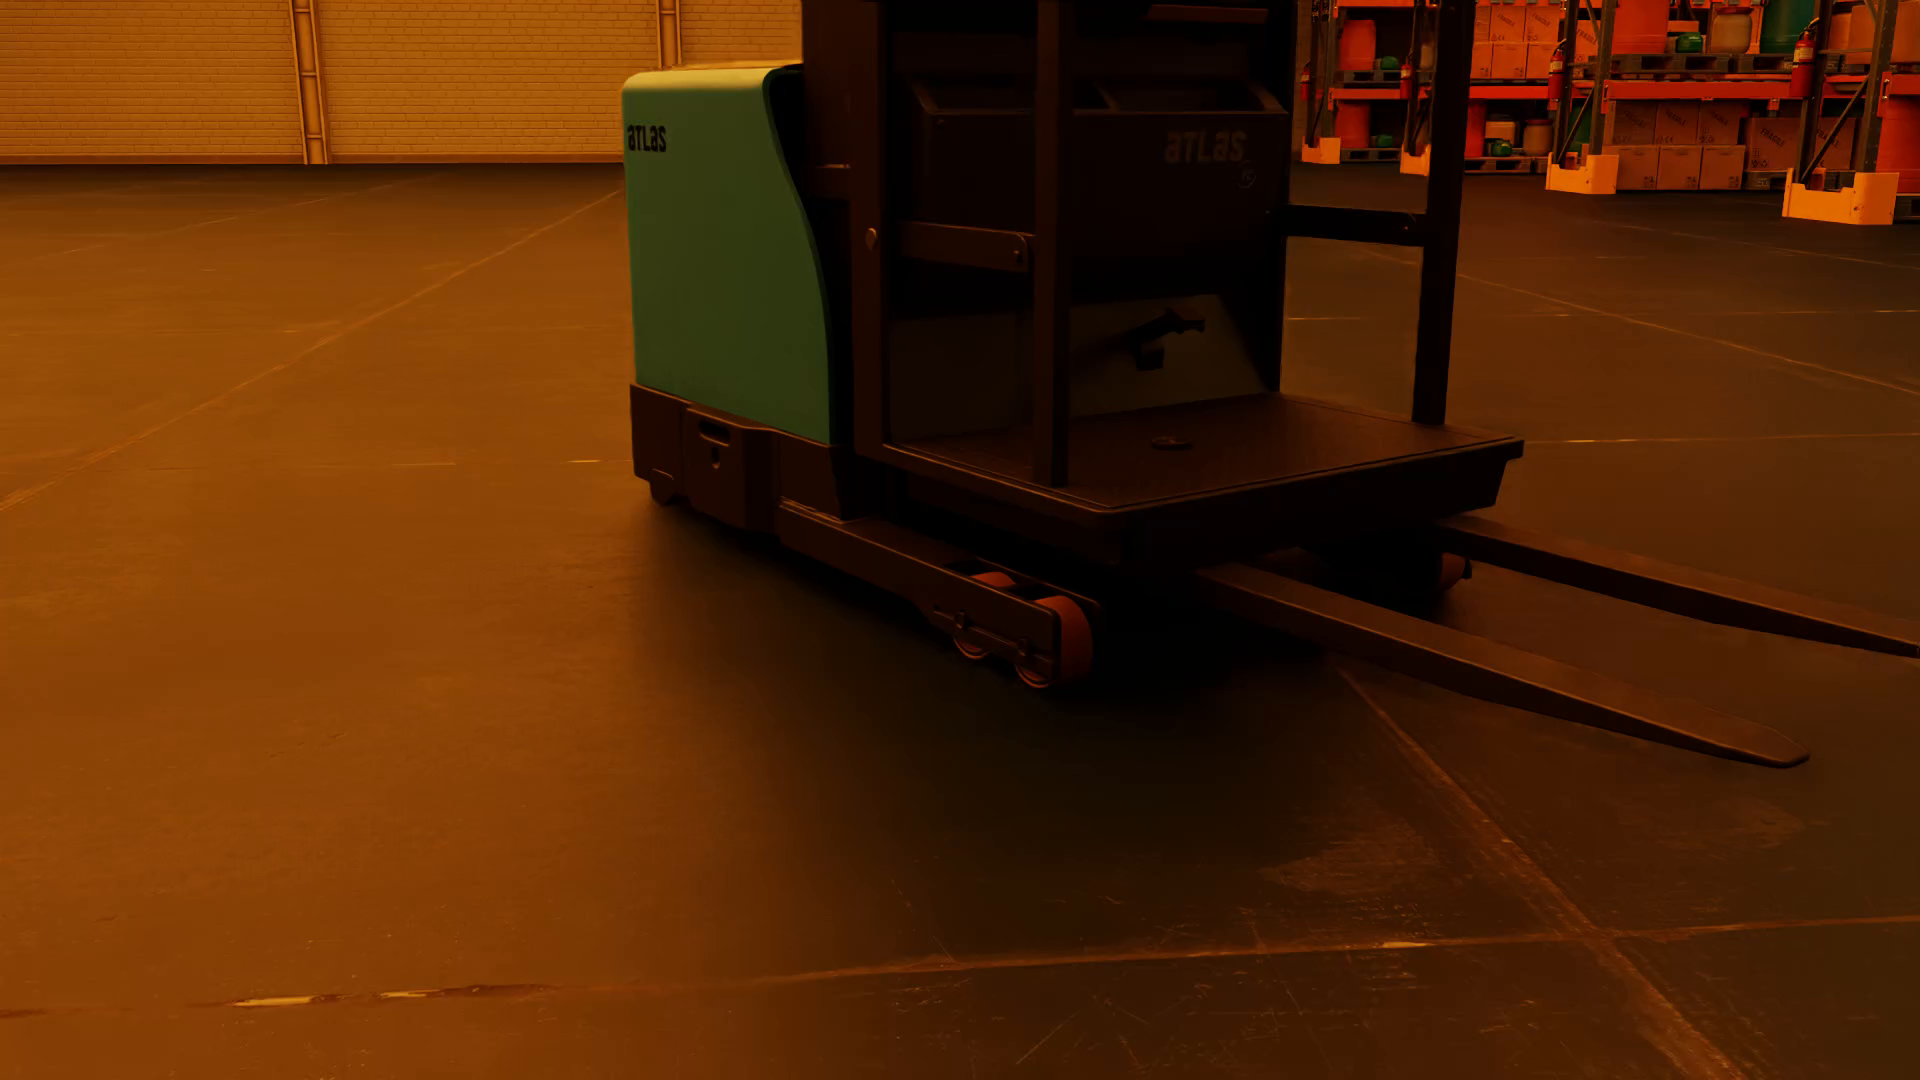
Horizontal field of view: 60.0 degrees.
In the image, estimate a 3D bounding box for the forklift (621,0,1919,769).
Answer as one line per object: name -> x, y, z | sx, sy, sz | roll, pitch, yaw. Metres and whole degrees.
forklift -> 0.408, -1.293, 3.087 | 1.130, 2.935, 3.031 | -10, 18, -34
